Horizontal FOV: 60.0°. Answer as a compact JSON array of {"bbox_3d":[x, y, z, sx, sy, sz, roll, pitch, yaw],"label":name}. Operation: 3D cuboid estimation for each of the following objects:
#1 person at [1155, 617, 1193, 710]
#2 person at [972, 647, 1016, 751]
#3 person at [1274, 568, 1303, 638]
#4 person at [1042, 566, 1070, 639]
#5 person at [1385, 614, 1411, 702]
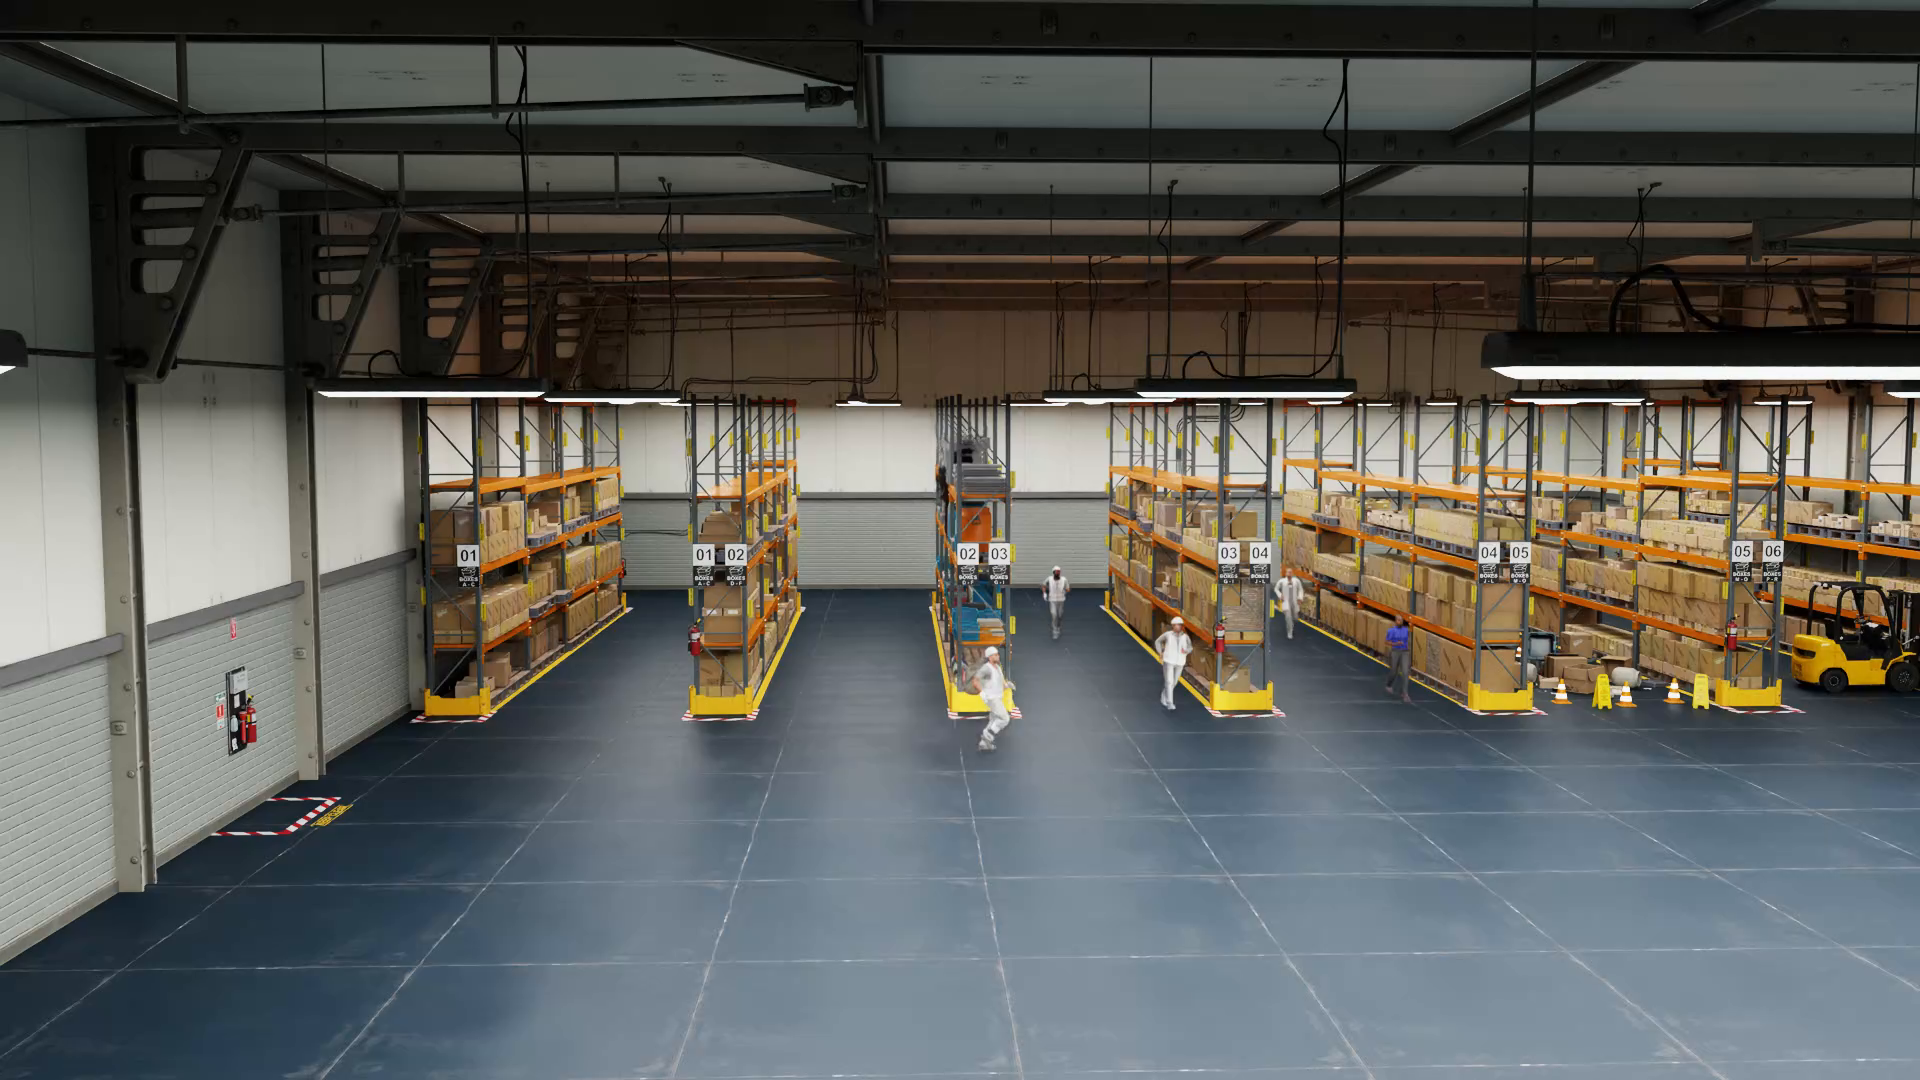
[{"bbox_3d":[4.084,2.329,31.524,0.684,1.743,1.052,-1,5,-12],"label":"person"},{"bbox_3d":[0.602,2.651,27.686,0.642,1.742,0.649,2,5,21],"label":"person"},{"bbox_3d":[8.299,1.582,41.898,0.722,1.734,0.740,0,5,-4],"label":"person"},{"bbox_3d":[2.419,1.536,41.598,0.684,1.784,0.902,0,5,-6],"label":"person"},{"bbox_3d":[8.650,2.292,32.765,0.581,1.655,0.894,-1,5,-7],"label":"person"}]
